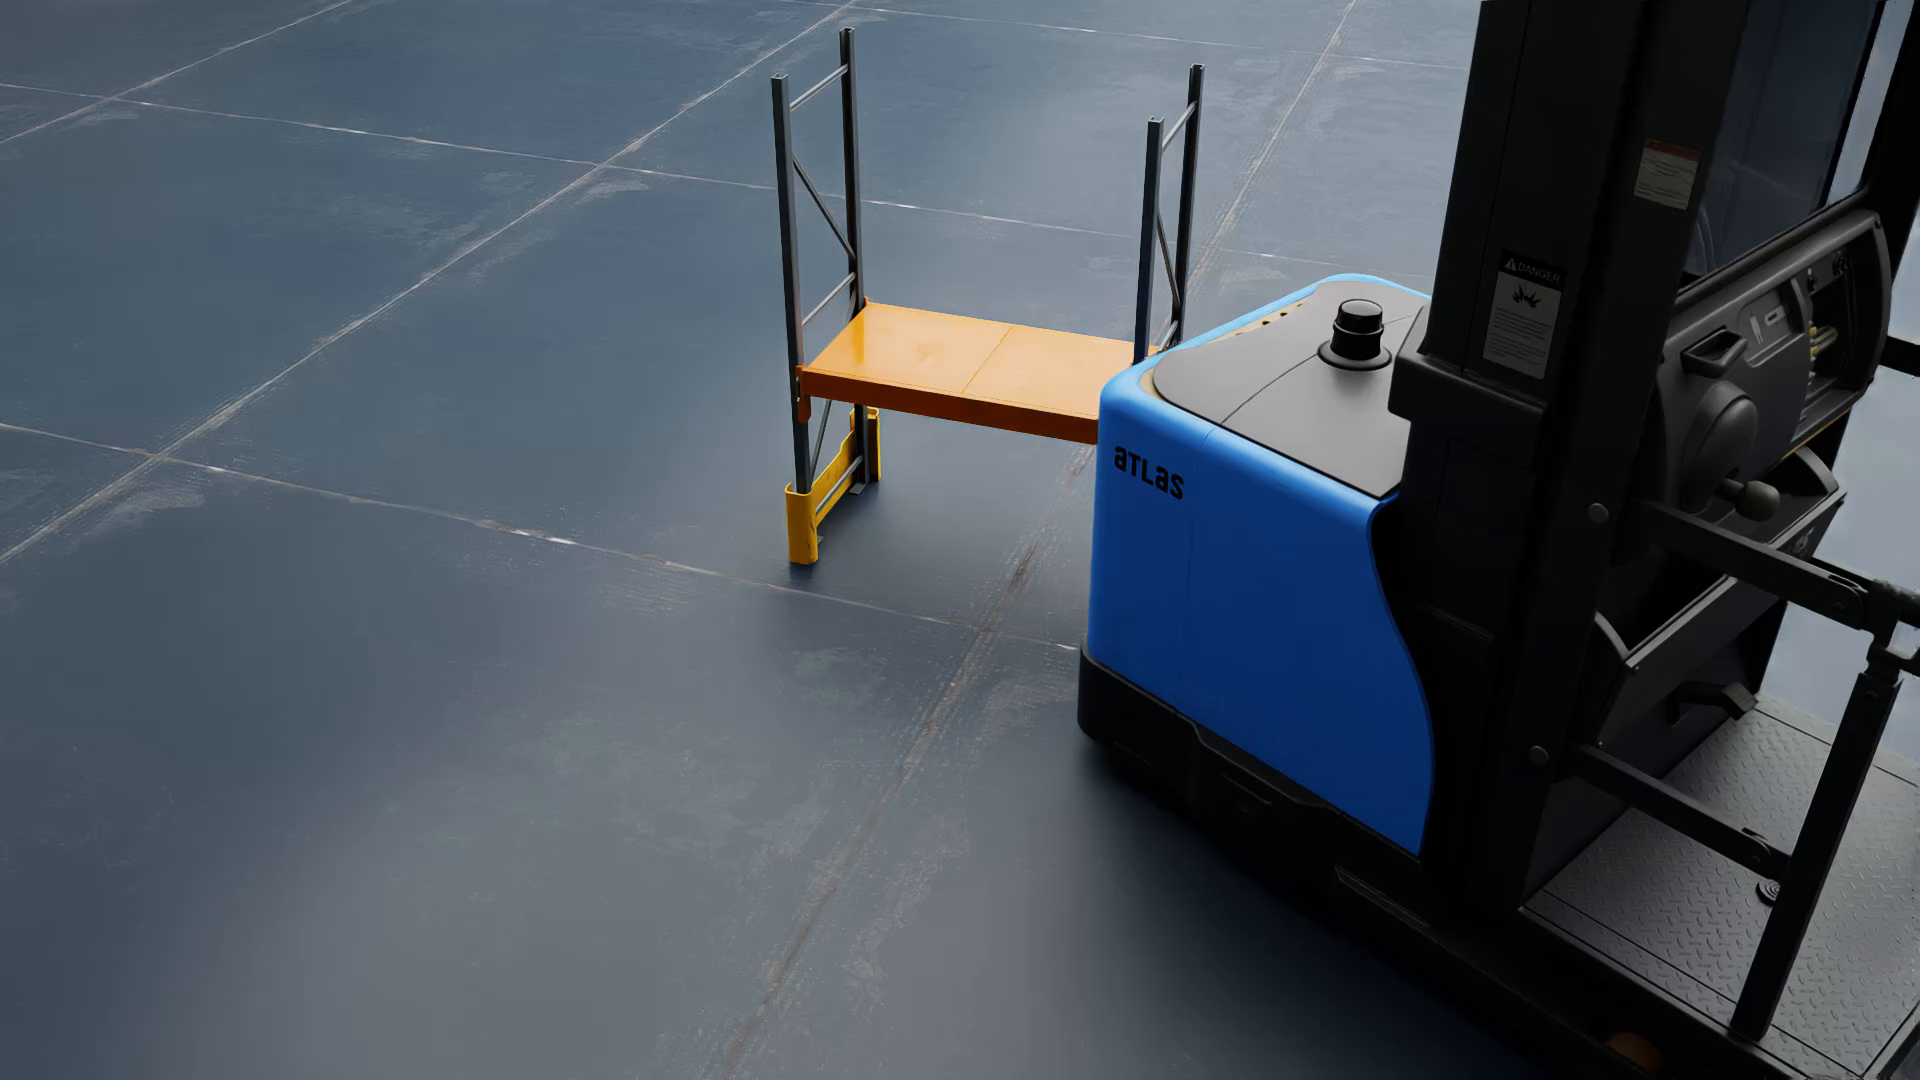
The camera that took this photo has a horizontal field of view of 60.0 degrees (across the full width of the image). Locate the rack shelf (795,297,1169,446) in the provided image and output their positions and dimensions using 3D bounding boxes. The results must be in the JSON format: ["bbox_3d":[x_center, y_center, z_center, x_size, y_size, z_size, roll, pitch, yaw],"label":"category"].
[{"bbox_3d":[0.080,-0.463,4.917,1.000,0.185,0.538,11,34,16],"label":"rack shelf"}]

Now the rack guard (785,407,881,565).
[{"bbox_3d":[-0.397,-0.182,5.302,0.087,0.250,0.587,11,34,16],"label":"rack guard"}]

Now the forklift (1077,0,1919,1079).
[{"bbox_3d":[1.677,-0.289,2.996,1.130,2.935,3.031,-27,41,-35],"label":"forklift"}]

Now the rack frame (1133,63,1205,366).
[{"bbox_3d":[0.559,-0.521,4.675,0.032,1.500,0.500,11,34,16],"label":"rack frame"}]

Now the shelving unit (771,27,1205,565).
[{"bbox_3d":[0.072,-0.616,4.822,1.083,1.500,0.587,11,34,16],"label":"shelving unit"}]

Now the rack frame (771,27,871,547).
[{"bbox_3d":[-0.398,-0.708,4.963,0.032,1.500,0.500,11,34,16],"label":"rack frame"}]
